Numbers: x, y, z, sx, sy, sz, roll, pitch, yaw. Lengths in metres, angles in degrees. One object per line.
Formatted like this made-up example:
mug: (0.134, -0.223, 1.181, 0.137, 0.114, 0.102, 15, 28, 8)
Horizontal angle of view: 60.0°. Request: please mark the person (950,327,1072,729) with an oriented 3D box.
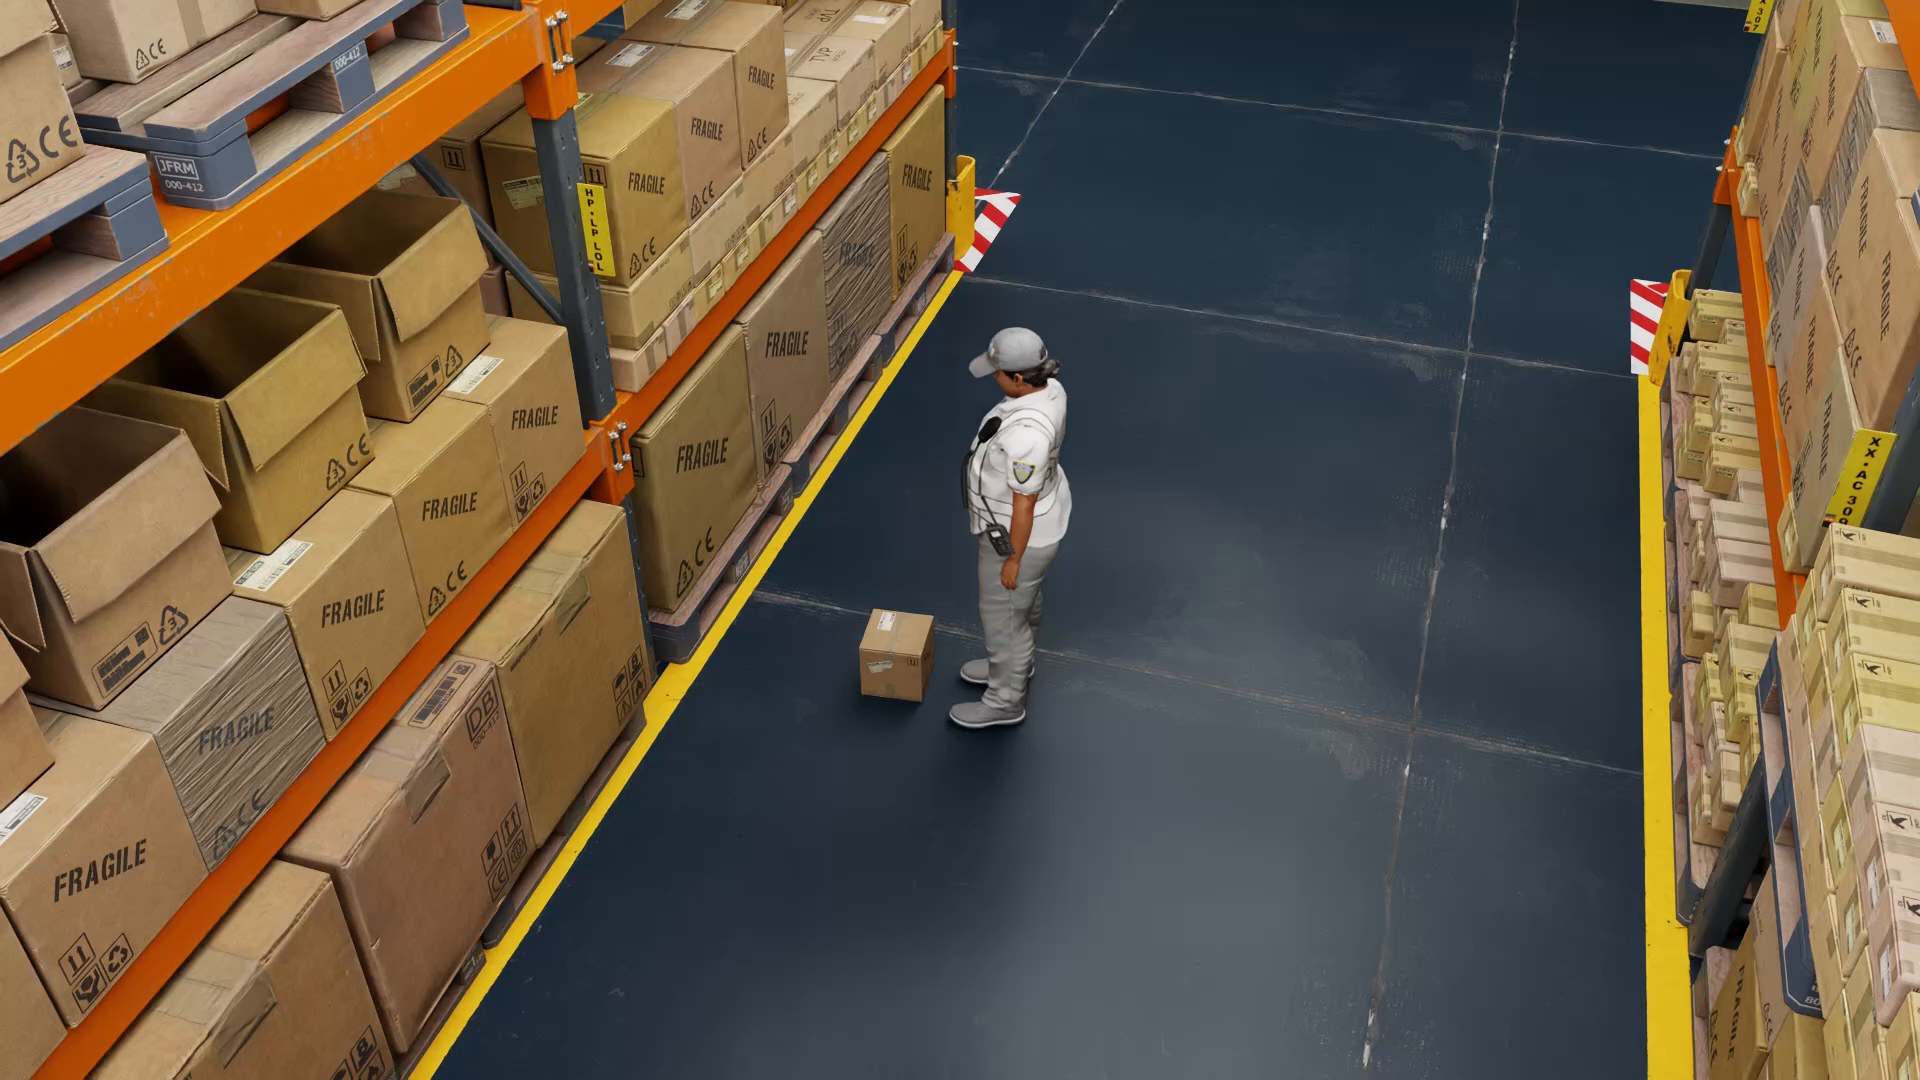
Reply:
person: (0.189, -0.049, 6.200, 0.409, 1.670, 0.481, 7, 38, 9)
